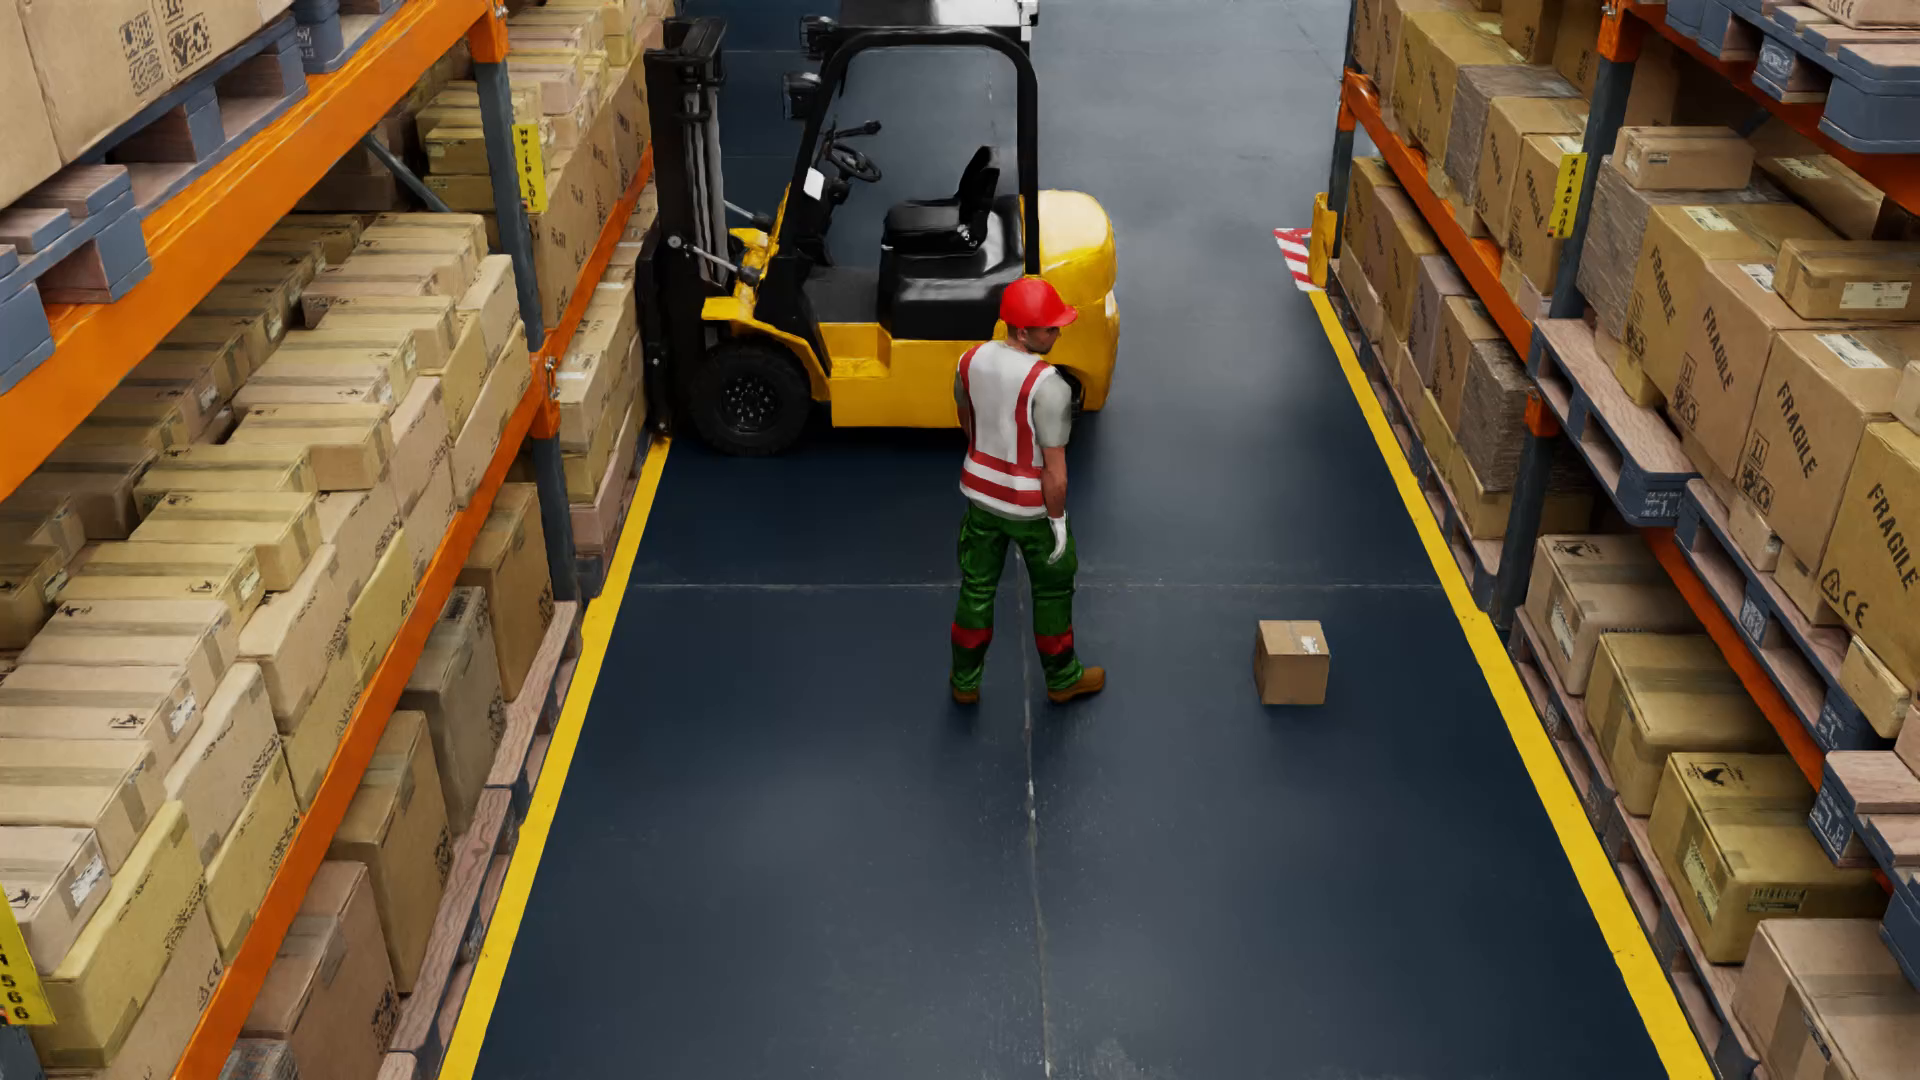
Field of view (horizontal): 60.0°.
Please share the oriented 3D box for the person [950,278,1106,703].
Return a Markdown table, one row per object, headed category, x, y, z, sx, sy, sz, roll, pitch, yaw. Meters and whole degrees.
| category | x | y | z | sx | sy | sz | roll | pitch | yaw |
| --- | --- | --- | --- | --- | --- | --- | --- | --- | --- |
| person | 0.235 | -0.171 | 6.350 | 0.596 | 1.794 | 0.528 | 20 | 37 | 30 |
